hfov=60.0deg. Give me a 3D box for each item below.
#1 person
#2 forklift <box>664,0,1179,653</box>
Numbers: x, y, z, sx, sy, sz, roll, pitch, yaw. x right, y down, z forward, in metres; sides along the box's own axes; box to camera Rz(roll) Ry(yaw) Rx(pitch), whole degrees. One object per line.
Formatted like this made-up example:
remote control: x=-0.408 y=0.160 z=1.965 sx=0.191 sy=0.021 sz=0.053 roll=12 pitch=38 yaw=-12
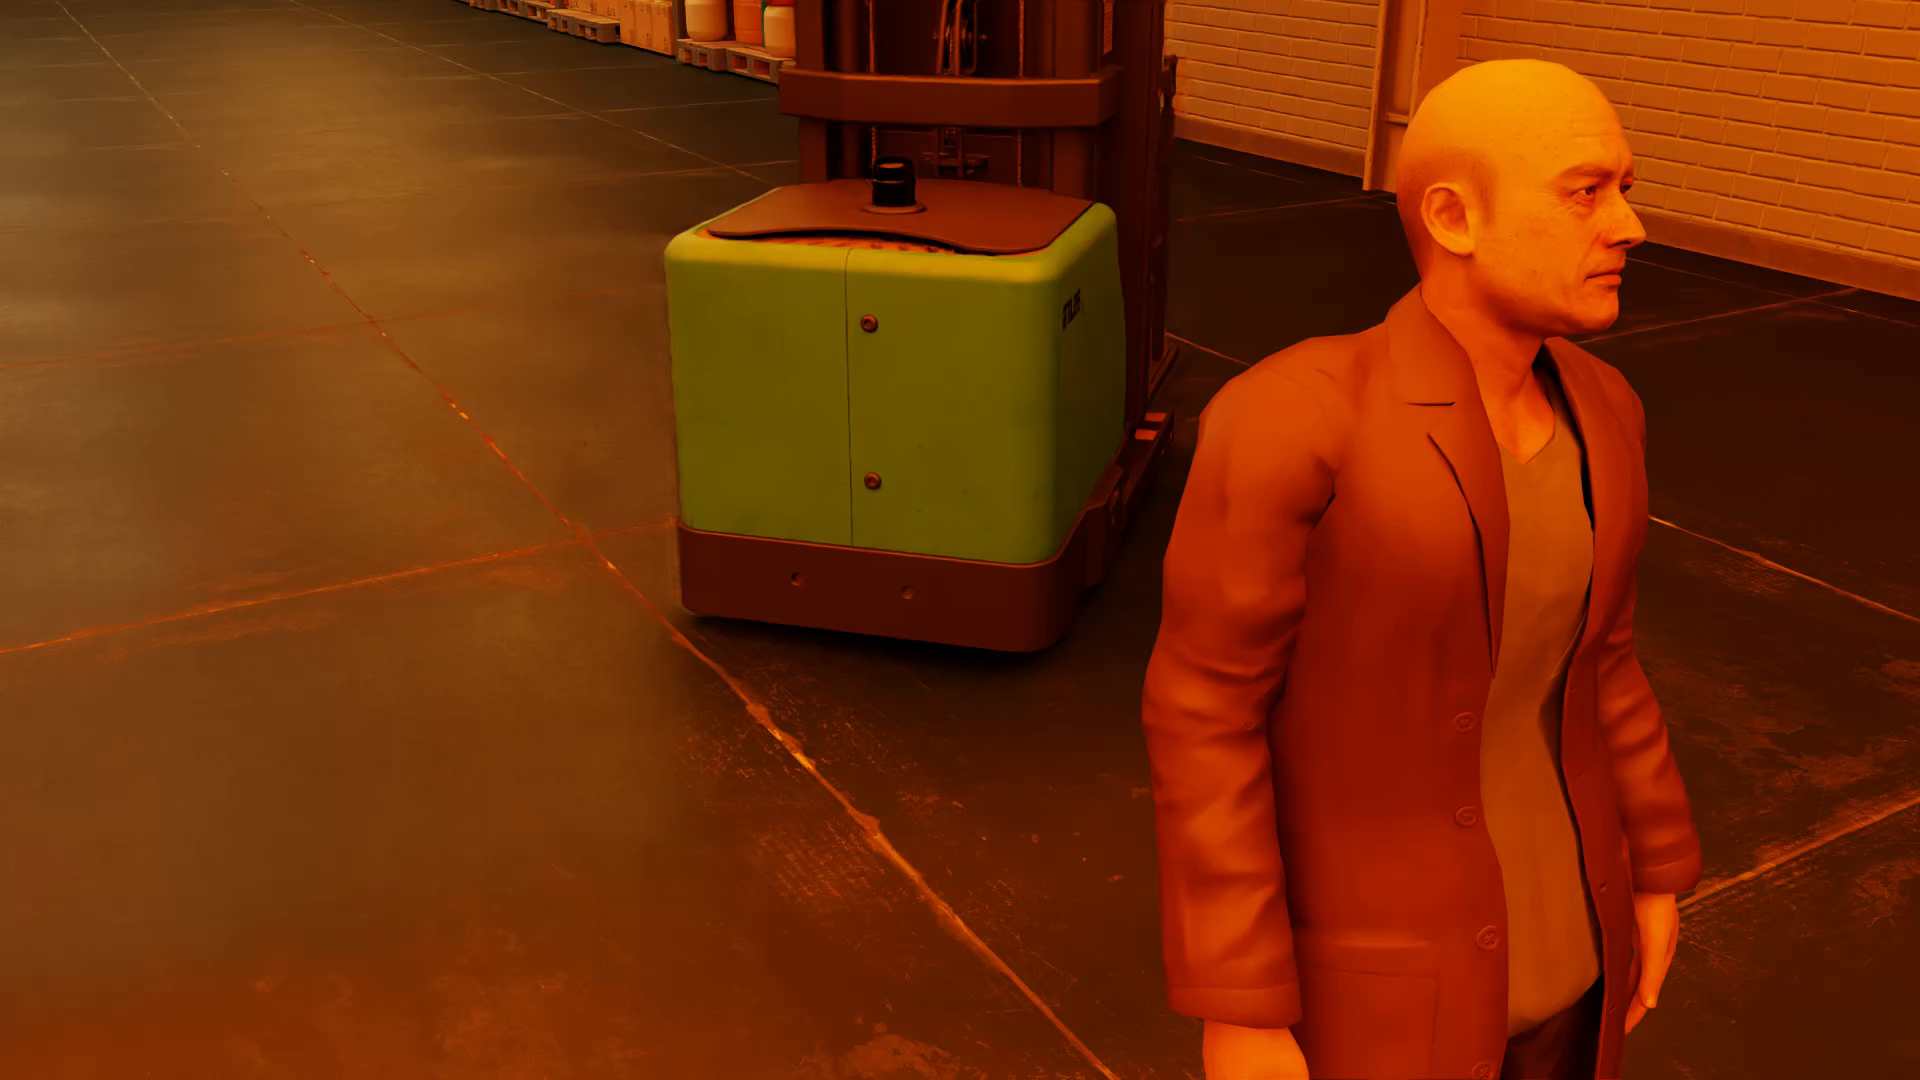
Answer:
person: x=0.540 y=0.459 z=1.655 sx=0.698 sy=1.777 sz=0.580 roll=-13 pitch=26 yaw=-28
forklift: x=0.127 y=-1.599 z=5.170 sx=1.130 sy=2.935 sz=3.031 roll=6 pitch=23 yaw=14
